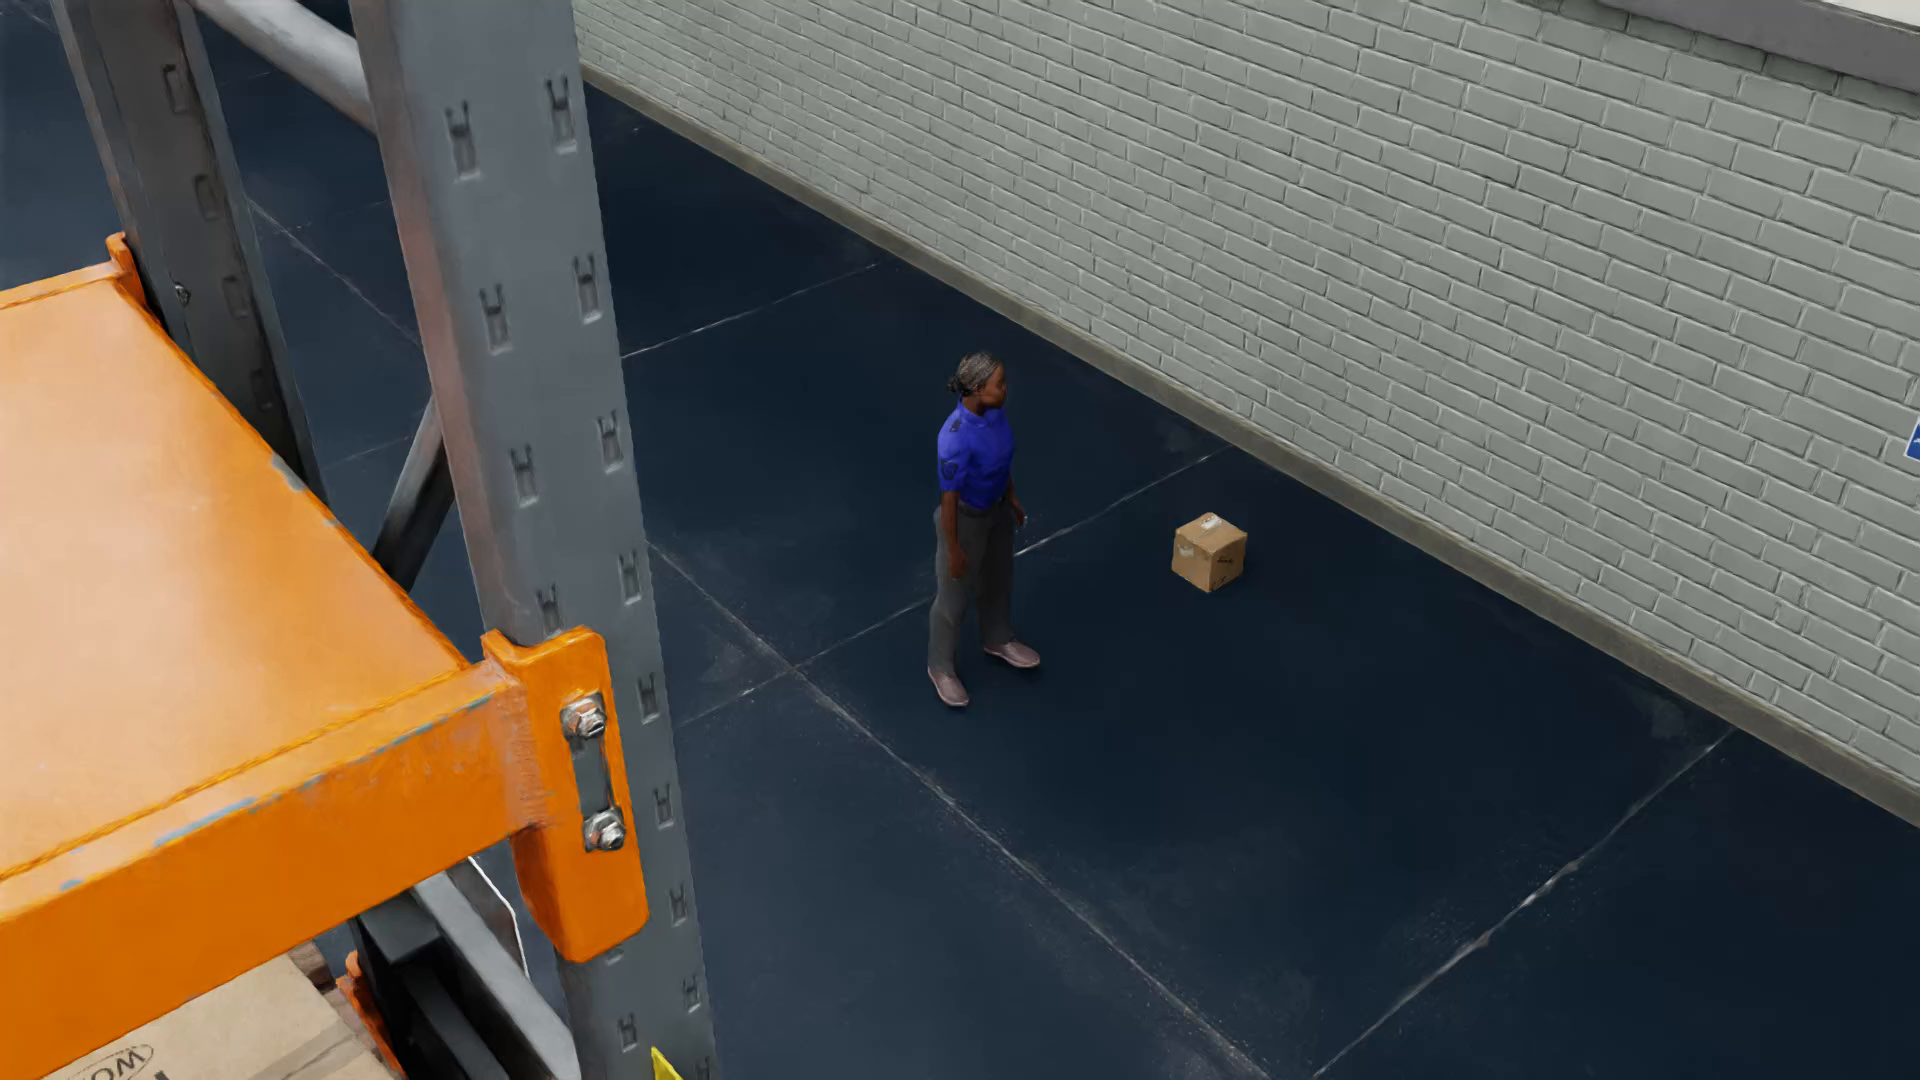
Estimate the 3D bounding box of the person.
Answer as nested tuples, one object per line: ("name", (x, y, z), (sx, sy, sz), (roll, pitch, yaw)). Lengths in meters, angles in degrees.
("person", (0.103, -0.060, 7.120), (0.437, 1.666, 0.535), (18, 40, 23))
